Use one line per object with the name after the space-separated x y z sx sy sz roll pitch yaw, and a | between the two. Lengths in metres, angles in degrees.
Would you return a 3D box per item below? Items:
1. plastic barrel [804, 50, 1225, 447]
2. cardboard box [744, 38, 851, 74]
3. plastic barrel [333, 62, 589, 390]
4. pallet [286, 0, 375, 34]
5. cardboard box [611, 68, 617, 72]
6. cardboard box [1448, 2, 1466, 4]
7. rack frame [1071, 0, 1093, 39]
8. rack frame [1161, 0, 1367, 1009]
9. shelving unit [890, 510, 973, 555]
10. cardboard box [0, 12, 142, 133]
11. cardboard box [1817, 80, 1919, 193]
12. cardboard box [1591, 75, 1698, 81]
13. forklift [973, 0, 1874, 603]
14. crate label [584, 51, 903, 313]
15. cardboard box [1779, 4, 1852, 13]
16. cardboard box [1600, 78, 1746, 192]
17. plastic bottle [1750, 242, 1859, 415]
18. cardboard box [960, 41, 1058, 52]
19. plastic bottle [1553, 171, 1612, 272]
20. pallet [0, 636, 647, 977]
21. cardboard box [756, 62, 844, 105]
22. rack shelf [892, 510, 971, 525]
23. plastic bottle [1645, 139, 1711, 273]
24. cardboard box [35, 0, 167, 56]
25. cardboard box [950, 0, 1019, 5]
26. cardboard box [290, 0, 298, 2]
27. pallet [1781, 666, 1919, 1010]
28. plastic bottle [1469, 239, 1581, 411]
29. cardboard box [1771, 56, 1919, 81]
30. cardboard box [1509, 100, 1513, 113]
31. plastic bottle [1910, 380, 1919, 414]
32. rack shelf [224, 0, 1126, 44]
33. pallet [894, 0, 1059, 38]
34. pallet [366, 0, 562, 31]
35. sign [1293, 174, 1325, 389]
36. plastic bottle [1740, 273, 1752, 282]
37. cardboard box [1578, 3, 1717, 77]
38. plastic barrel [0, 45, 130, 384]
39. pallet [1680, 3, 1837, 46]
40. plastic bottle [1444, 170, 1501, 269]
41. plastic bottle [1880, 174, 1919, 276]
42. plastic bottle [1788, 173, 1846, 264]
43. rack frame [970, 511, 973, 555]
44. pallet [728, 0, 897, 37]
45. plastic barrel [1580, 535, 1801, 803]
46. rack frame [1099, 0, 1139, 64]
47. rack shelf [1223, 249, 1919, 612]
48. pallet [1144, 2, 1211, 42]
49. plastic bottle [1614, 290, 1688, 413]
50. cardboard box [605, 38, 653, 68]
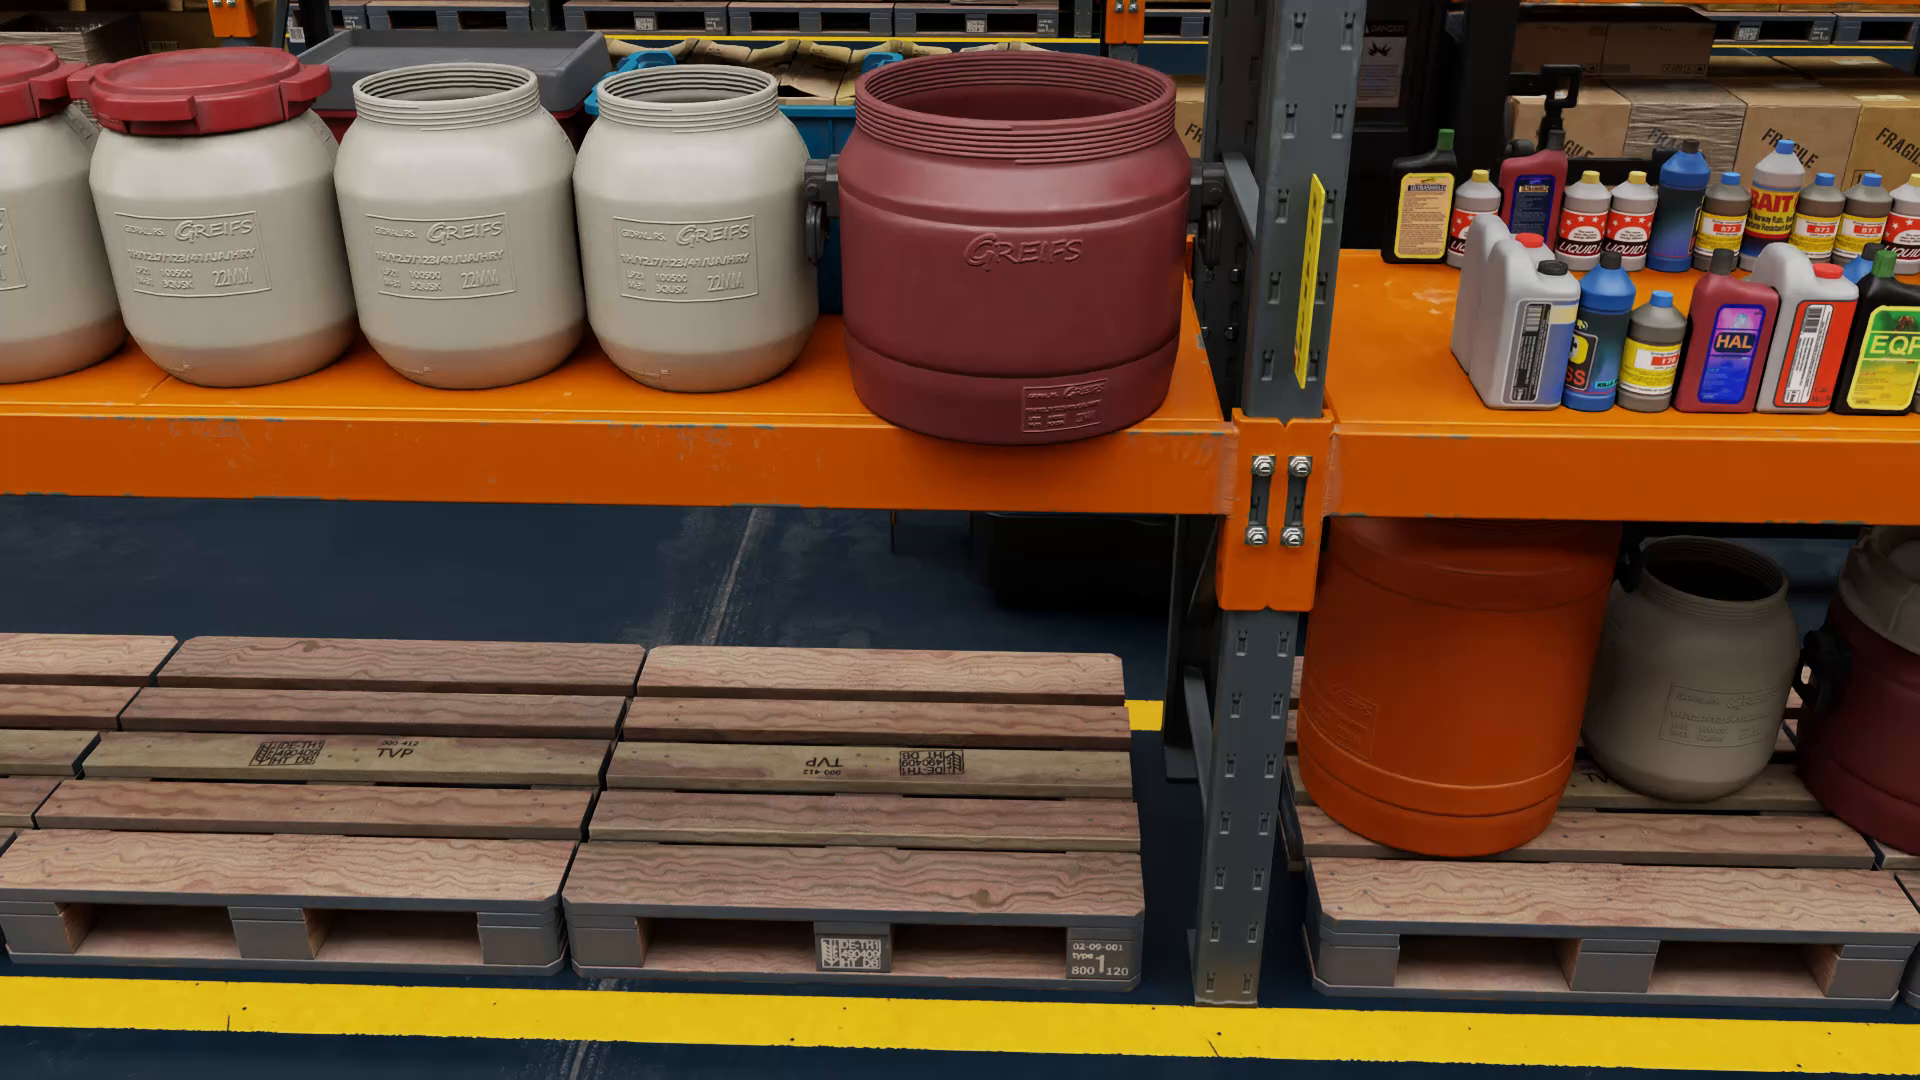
0.092 -0.520 2.883 0.708 0.536 0.600 1 28 2 | plastic barrel
-0.803 -2.291 8.258 0.500 0.311 0.500 0 28 0 | cardboard box
-0.890 -0.567 2.999 0.421 0.512 0.421 0 28 0 | plastic barrel
-4.977 -4.079 12.719 1.213 0.211 1.003 1 28 2 | pallet
-1.831 -2.055 7.813 0.500 0.311 0.500 0 28 0 | cardboard box
3.371 -4.364 12.127 0.750 0.750 0.750 2 28 3 | cardboard box
0.916 -5.231 11.916 0.127 3.000 1.000 1 28 2 | rack frame
0.566 -0.594 3.168 0.127 3.000 1.000 1 28 2 | rack frame
-0.085 -0.464 5.005 0.252 1.050 0.215 1 28 1 | shelving unit
-4.223 -2.200 7.884 0.500 0.500 0.500 1 28 2 | cardboard box
4.239 -1.810 7.662 0.500 0.500 0.500 1 28 2 | cardboard box
3.235 -2.074 8.159 0.500 0.500 0.500 1 28 2 | cardboard box
1.564 -1.316 4.603 3.031 2.935 1.130 1 28 1 | forklift
-0.417 -0.753 3.430 0.616 0.435 0.502 1 28 2 | crate label
6.159 -4.176 12.146 0.500 0.500 0.700 1 28 1 | cardboard box
3.244 -1.831 7.701 0.500 0.500 0.500 1 28 2 | cardboard box
1.450 -0.373 2.884 0.135 0.276 0.152 1 28 2 | plastic bottle
0.232 -2.277 8.232 0.500 0.311 0.500 2 28 4 | cardboard box
1.331 -0.685 3.552 0.097 0.201 0.097 0 28 0 | plastic bottle
-1.423 0.586 3.920 1.213 0.211 1.003 1 28 2 | pallet
-0.811 -2.040 7.784 0.500 0.311 0.500 1 28 1 | cardboard box
-0.085 -0.209 5.140 0.240 0.259 0.215 1 28 1 | rack shelf
1.525 -0.713 3.529 0.097 0.271 0.097 0 28 0 | plastic bottle
-4.205 -2.439 8.336 0.500 0.500 0.500 1 28 2 | cardboard box
0.194 -4.309 12.375 0.500 0.500 0.700 1 28 3 | cardboard box
-5.090 -4.355 12.462 0.500 0.500 0.700 -1 28 -1 | cardboard box
2.572 0.653 3.793 1.213 0.211 1.003 1 28 2 | pallet
0.987 -0.381 2.898 0.135 0.276 0.152 1 28 2 | plastic bottle
4.267 -2.058 8.130 0.500 0.500 0.500 0 28 -1 | cardboard box
2.214 -1.845 7.726 0.500 0.500 0.500 1 28 1 | cardboard box
1.698 -0.323 2.869 0.097 0.201 0.097 0 28 0 | plastic bottle
-1.254 -2.628 7.773 4.000 0.370 1.077 1 28 2 | rack shelf
0.135 -4.013 12.595 1.213 0.211 1.003 1 28 2 | pallet
-3.754 -4.060 12.683 1.213 0.211 1.003 1 28 2 | pallet
0.554 -0.409 2.644 0.005 0.325 0.100 1 28 2 | sign
1.435 -0.399 3.012 0.097 0.201 0.097 0 28 0 | plastic bottle
3.268 -2.406 7.985 0.500 0.250 0.500 1 28 2 | cardboard box
-1.750 -0.590 3.015 0.433 0.535 0.433 0 28 0 | plastic barrel
5.671 -3.884 12.351 1.213 0.211 1.003 1 28 2 | pallet
1.100 -0.689 3.559 0.097 0.201 0.097 0 28 0 | plastic bottle
2.012 -0.674 3.531 0.097 0.201 0.097 0 28 0 | plastic bottle
1.817 -0.677 3.537 0.097 0.201 0.097 0 28 0 | plastic bottle
0.037 -0.463 5.002 0.008 1.050 0.200 1 28 1 | rack frame
-1.081 -4.034 12.635 1.213 0.211 1.003 1 28 2 | pallet
1.623 0.287 3.714 0.421 0.512 0.421 0 28 0 | plastic barrel
0.745 -2.913 7.542 0.127 3.000 1.000 1 28 2 | rack frame
2.565 -0.243 3.274 4.000 0.370 1.077 1 28 2 | rack shelf
1.701 -3.951 12.478 1.213 0.211 1.003 1 28 2 | pallet
1.199 -0.332 2.885 0.097 0.201 0.097 0 28 0 | plastic bottle
-1.819 -2.310 8.293 0.500 0.311 0.500 1 28 2 | cardboard box
